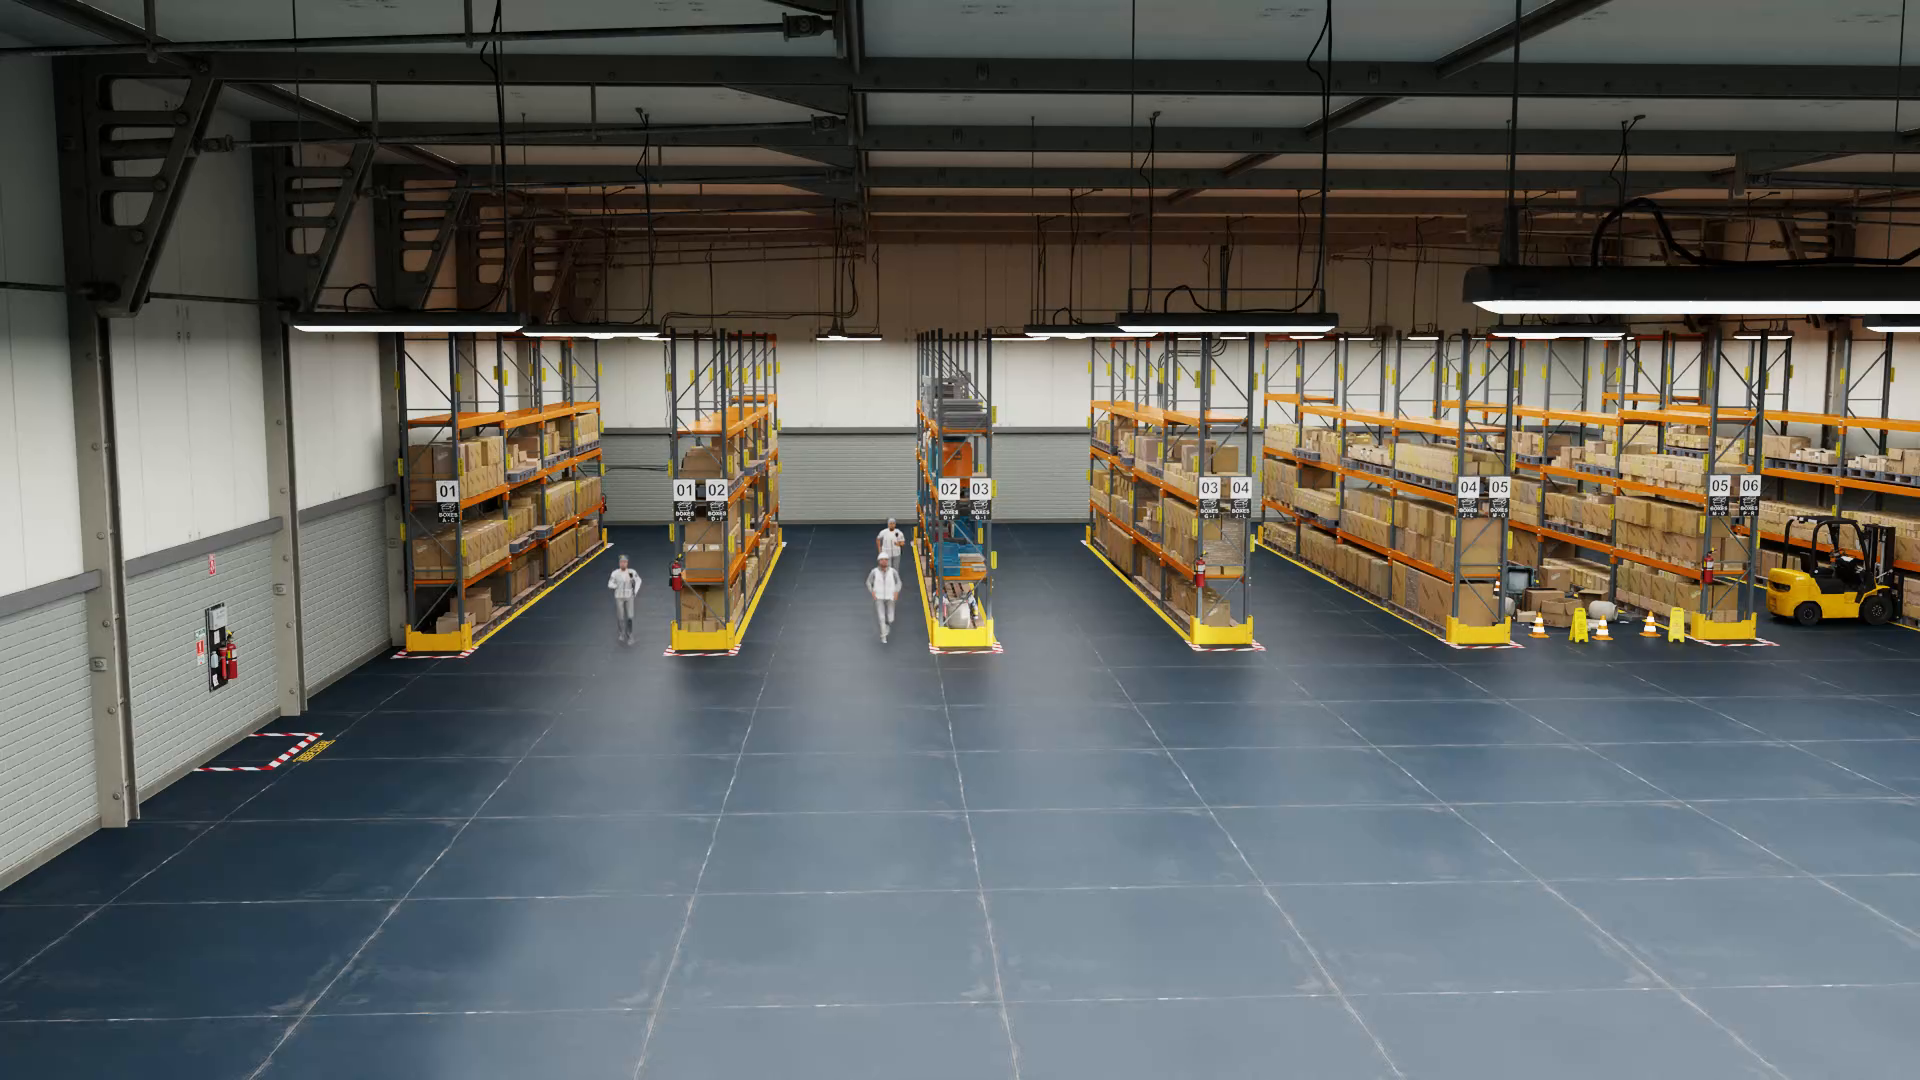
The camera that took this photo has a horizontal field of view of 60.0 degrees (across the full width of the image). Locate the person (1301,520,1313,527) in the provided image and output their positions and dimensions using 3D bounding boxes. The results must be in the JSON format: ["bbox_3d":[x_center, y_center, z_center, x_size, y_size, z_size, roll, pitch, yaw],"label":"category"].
[{"bbox_3d":[10.243,-0.896,49.277,0.542,1.662,0.568,0,7,-2],"label":"person"}]

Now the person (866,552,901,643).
[{"bbox_3d":[-1.469,1.097,32.001,0.688,1.730,0.666,-1,7,-8],"label":"person"}]

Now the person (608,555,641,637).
[{"bbox_3d":[-6.406,1.066,31.766,0.612,1.585,0.621,-1,7,-8],"label":"person"}]

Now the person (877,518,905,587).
[{"bbox_3d":[-1.474,0.397,35.805,0.580,1.755,0.706,-1,7,-10],"label":"person"}]
